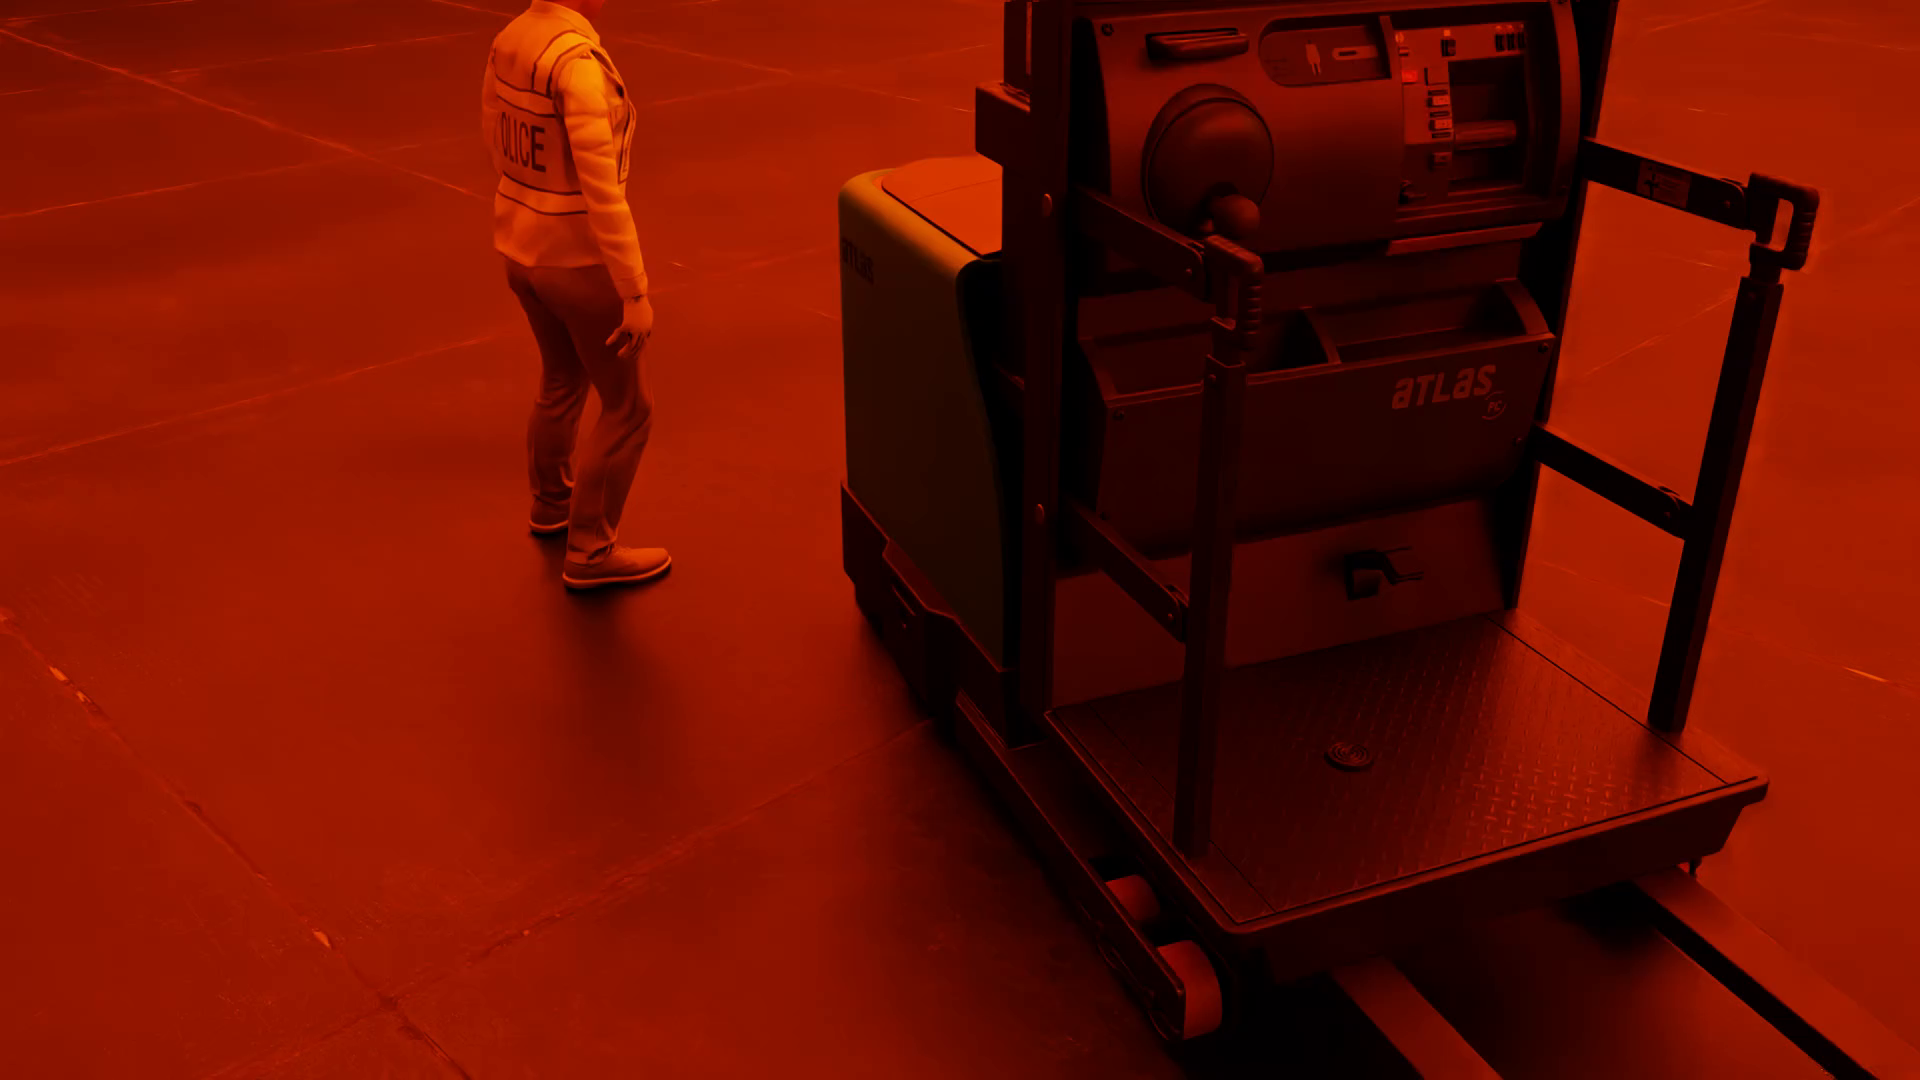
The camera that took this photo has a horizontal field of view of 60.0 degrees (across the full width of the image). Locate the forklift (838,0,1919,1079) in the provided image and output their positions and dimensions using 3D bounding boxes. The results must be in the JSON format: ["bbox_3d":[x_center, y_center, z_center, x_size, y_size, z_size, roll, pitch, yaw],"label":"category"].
[{"bbox_3d":[0.730,-0.681,2.602,1.130,2.935,3.031,-10,28,-20],"label":"forklift"}]

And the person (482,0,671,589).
[{"bbox_3d":[-0.938,-0.691,4.091,0.381,1.643,0.702,-21,33,-36],"label":"person"}]
